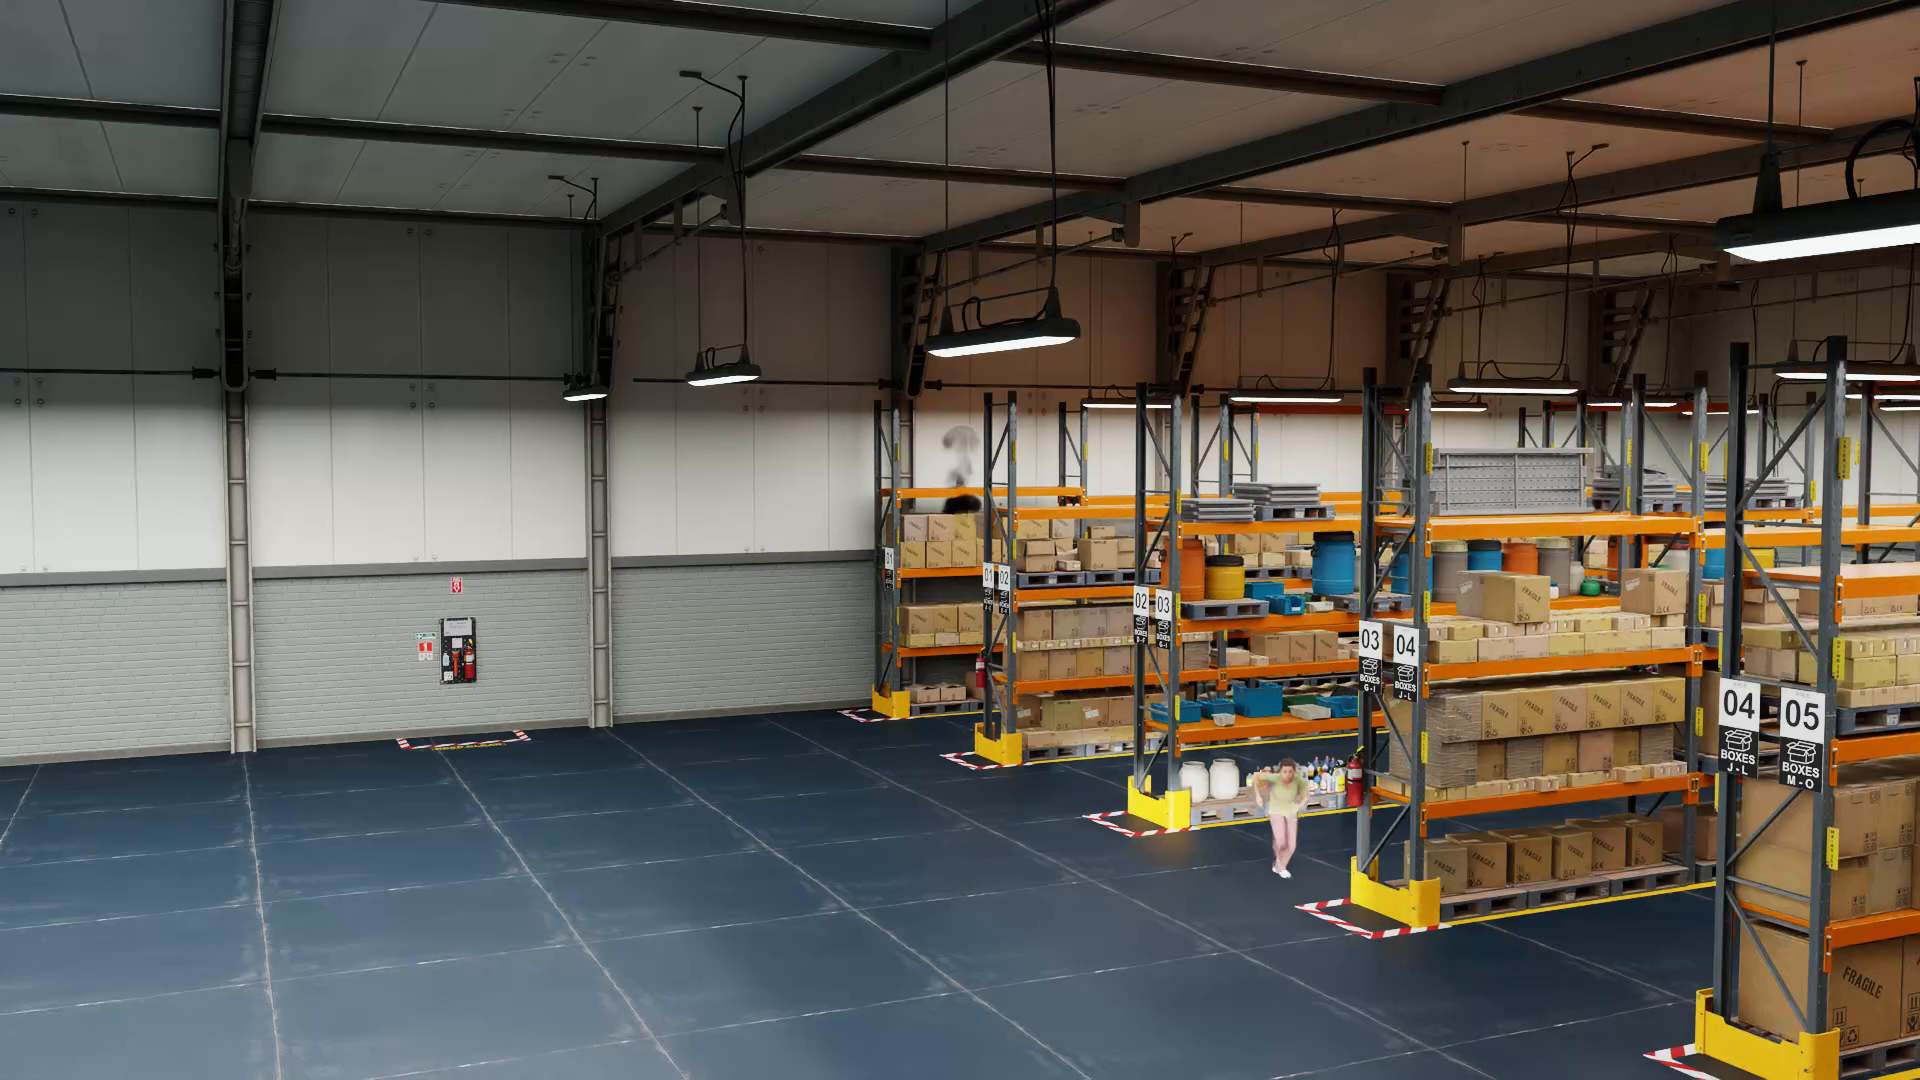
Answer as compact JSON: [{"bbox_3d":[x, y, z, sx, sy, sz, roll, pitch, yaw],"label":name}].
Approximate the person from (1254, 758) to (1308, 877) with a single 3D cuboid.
[{"bbox_3d":[3.781,3.278,19.600,0.606,1.498,0.800,0,3,3],"label":"person"}]
